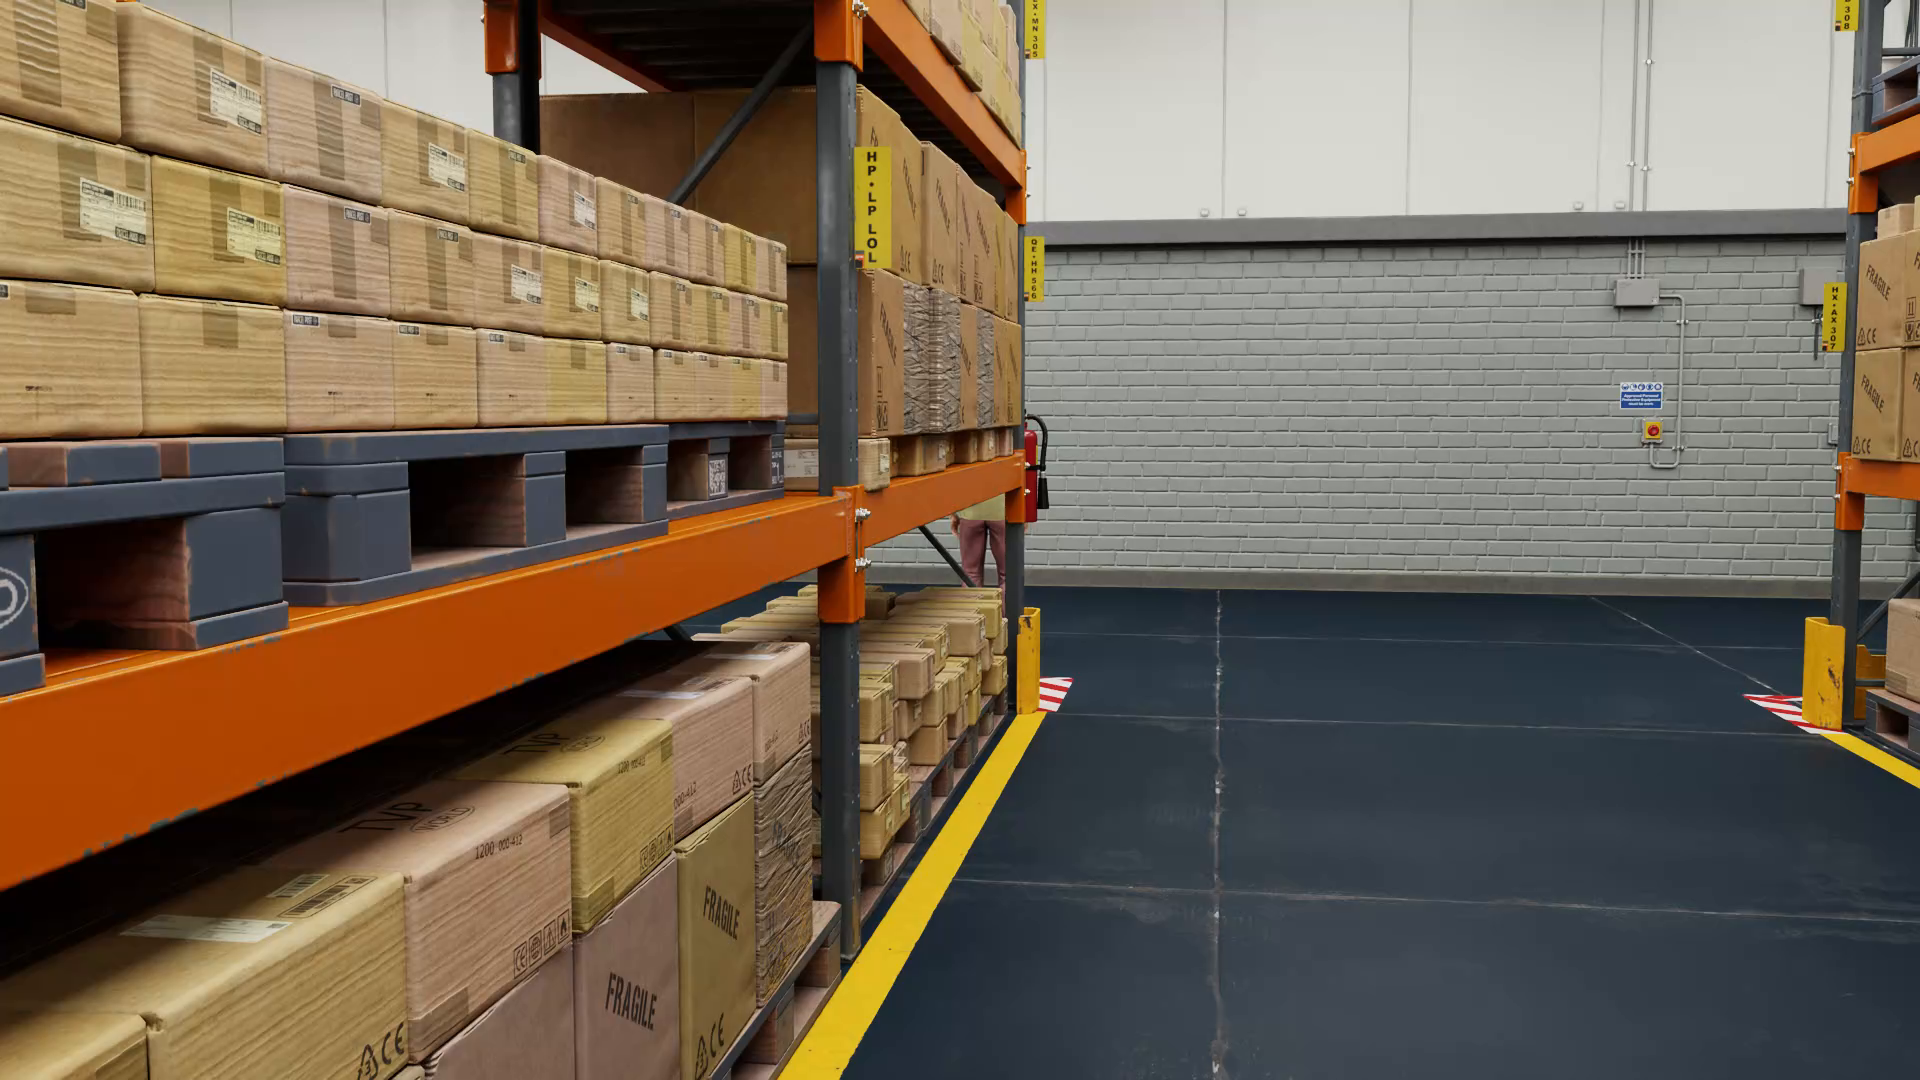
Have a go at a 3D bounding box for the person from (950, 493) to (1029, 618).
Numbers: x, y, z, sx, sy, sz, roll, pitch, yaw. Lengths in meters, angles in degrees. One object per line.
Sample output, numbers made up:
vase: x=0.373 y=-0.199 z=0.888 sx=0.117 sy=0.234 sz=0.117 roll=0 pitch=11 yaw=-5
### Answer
person: x=0.179 y=-0.119 z=10.351 sx=0.499 sy=1.673 sz=0.357 roll=1 pitch=5 yaw=9
